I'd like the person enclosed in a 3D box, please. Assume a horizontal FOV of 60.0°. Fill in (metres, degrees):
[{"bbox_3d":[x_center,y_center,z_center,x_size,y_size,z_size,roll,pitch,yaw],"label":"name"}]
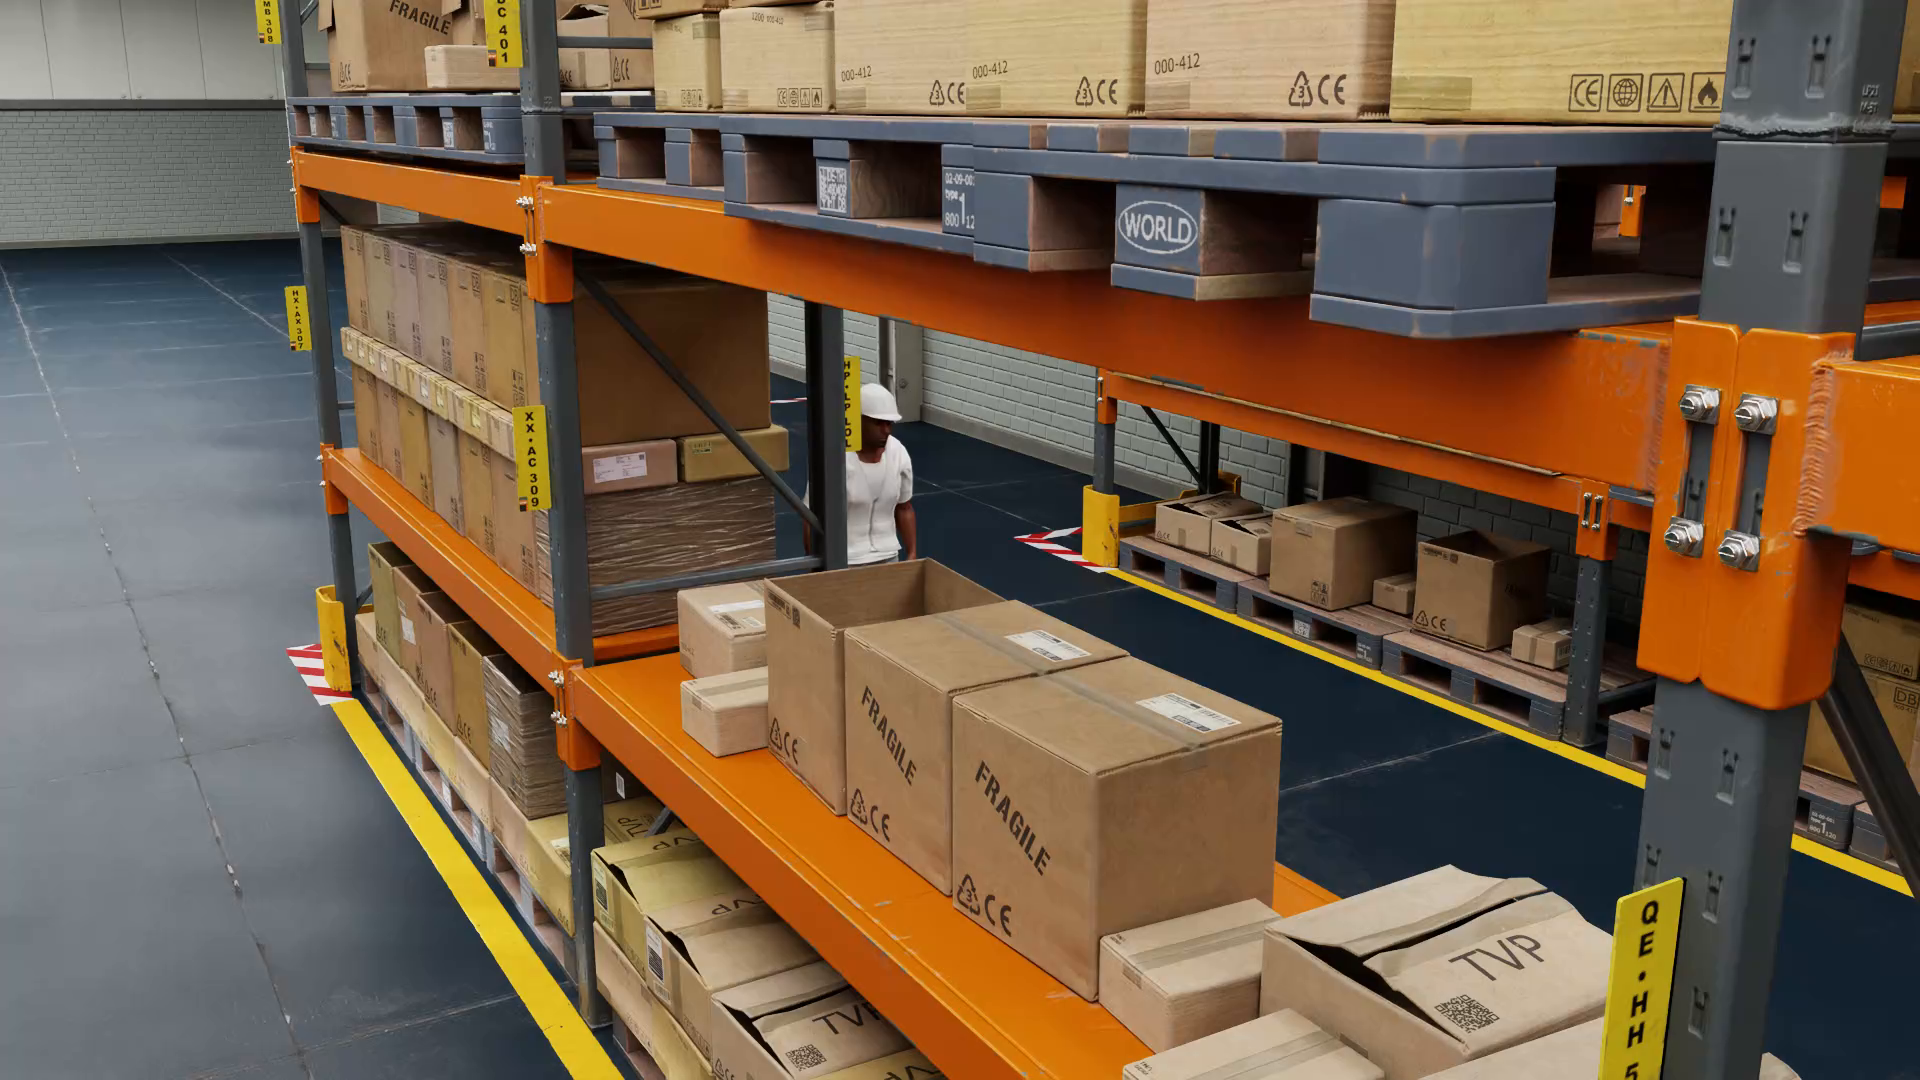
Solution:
[{"bbox_3d":[-0.464,0.108,8.069,0.632,1.759,0.462,-10,18,-33],"label":"person"}]
